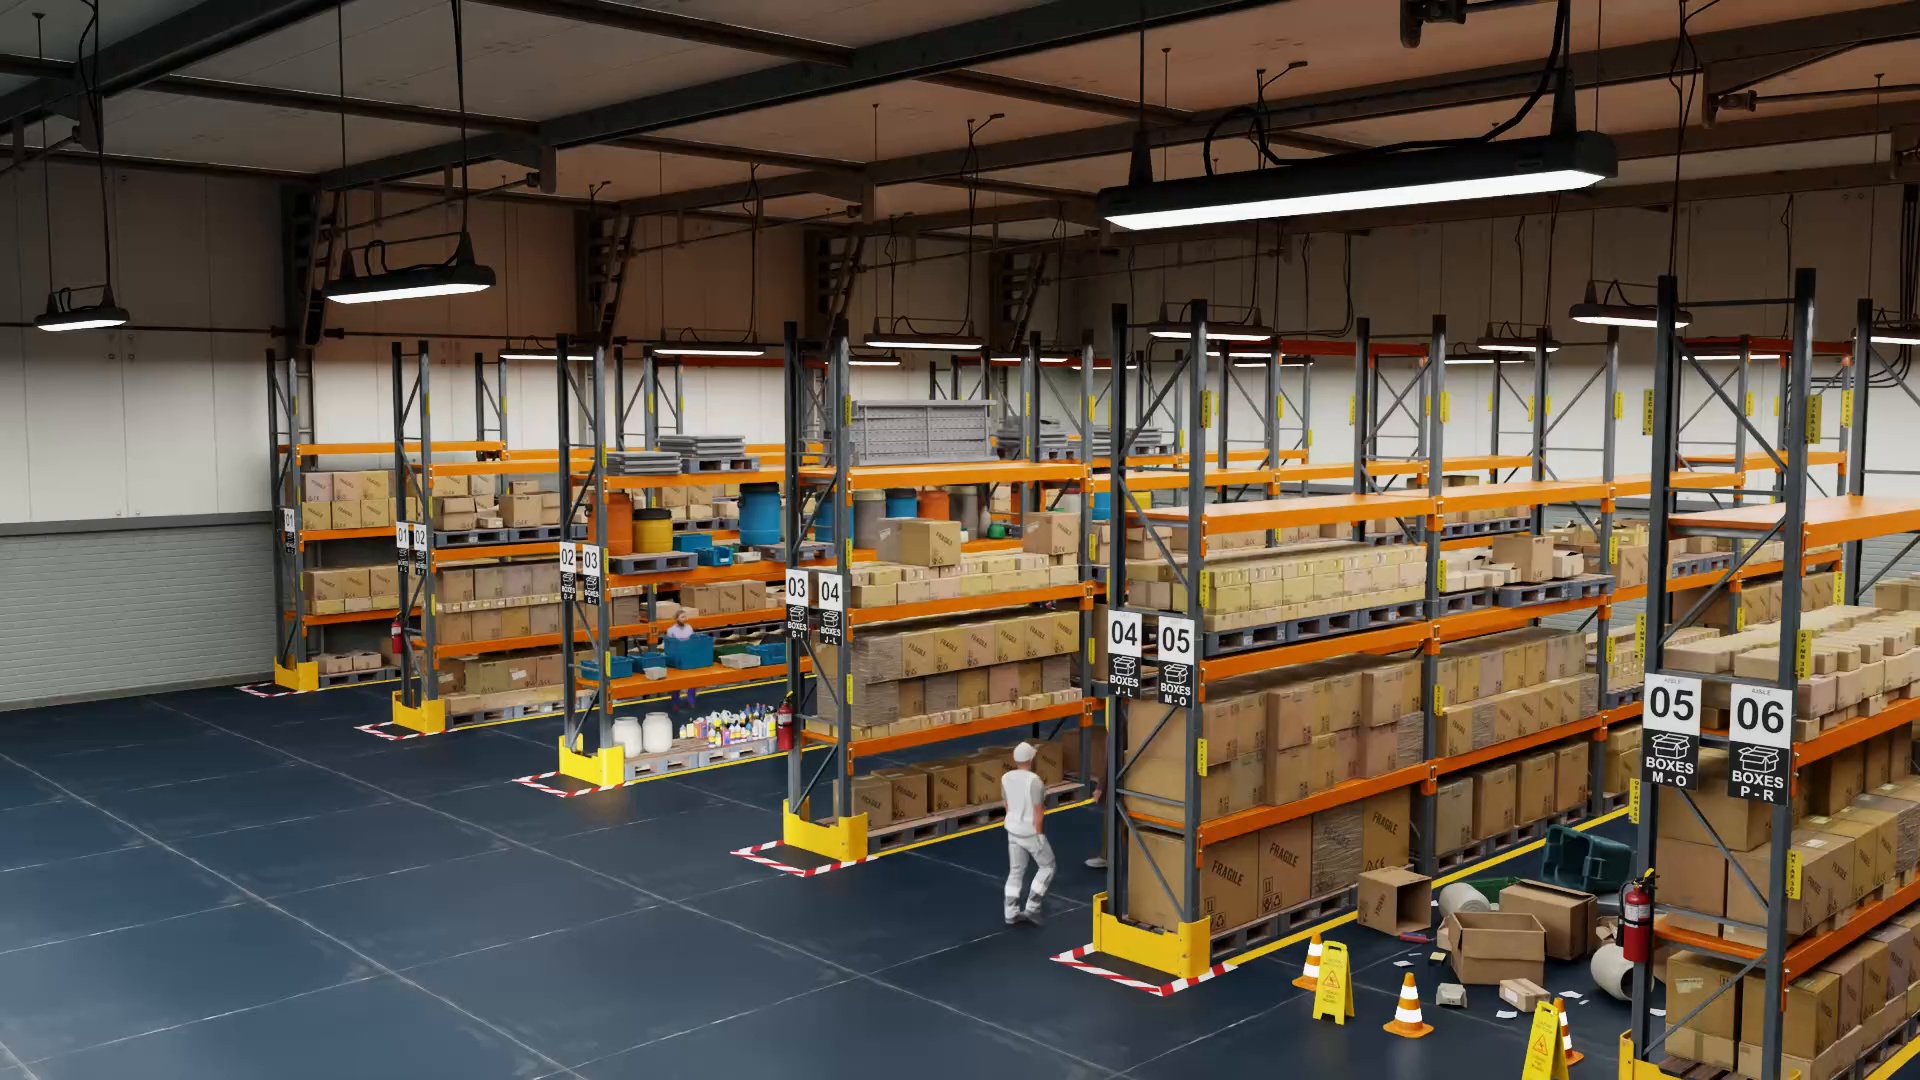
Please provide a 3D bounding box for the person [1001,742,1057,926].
[{"bbox_3d":[0.666,2.874,16.221,0.465,1.830,0.593,-3,6,-30],"label":"person"}]

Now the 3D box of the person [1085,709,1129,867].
[{"bbox_3d":[1.722,2.689,18.291,0.551,1.775,0.659,2,5,24],"label":"person"}]

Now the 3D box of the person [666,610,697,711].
[{"bbox_3d":[-4.605,2.012,27.488,0.571,1.730,0.365,-3,6,-27],"label":"person"}]
